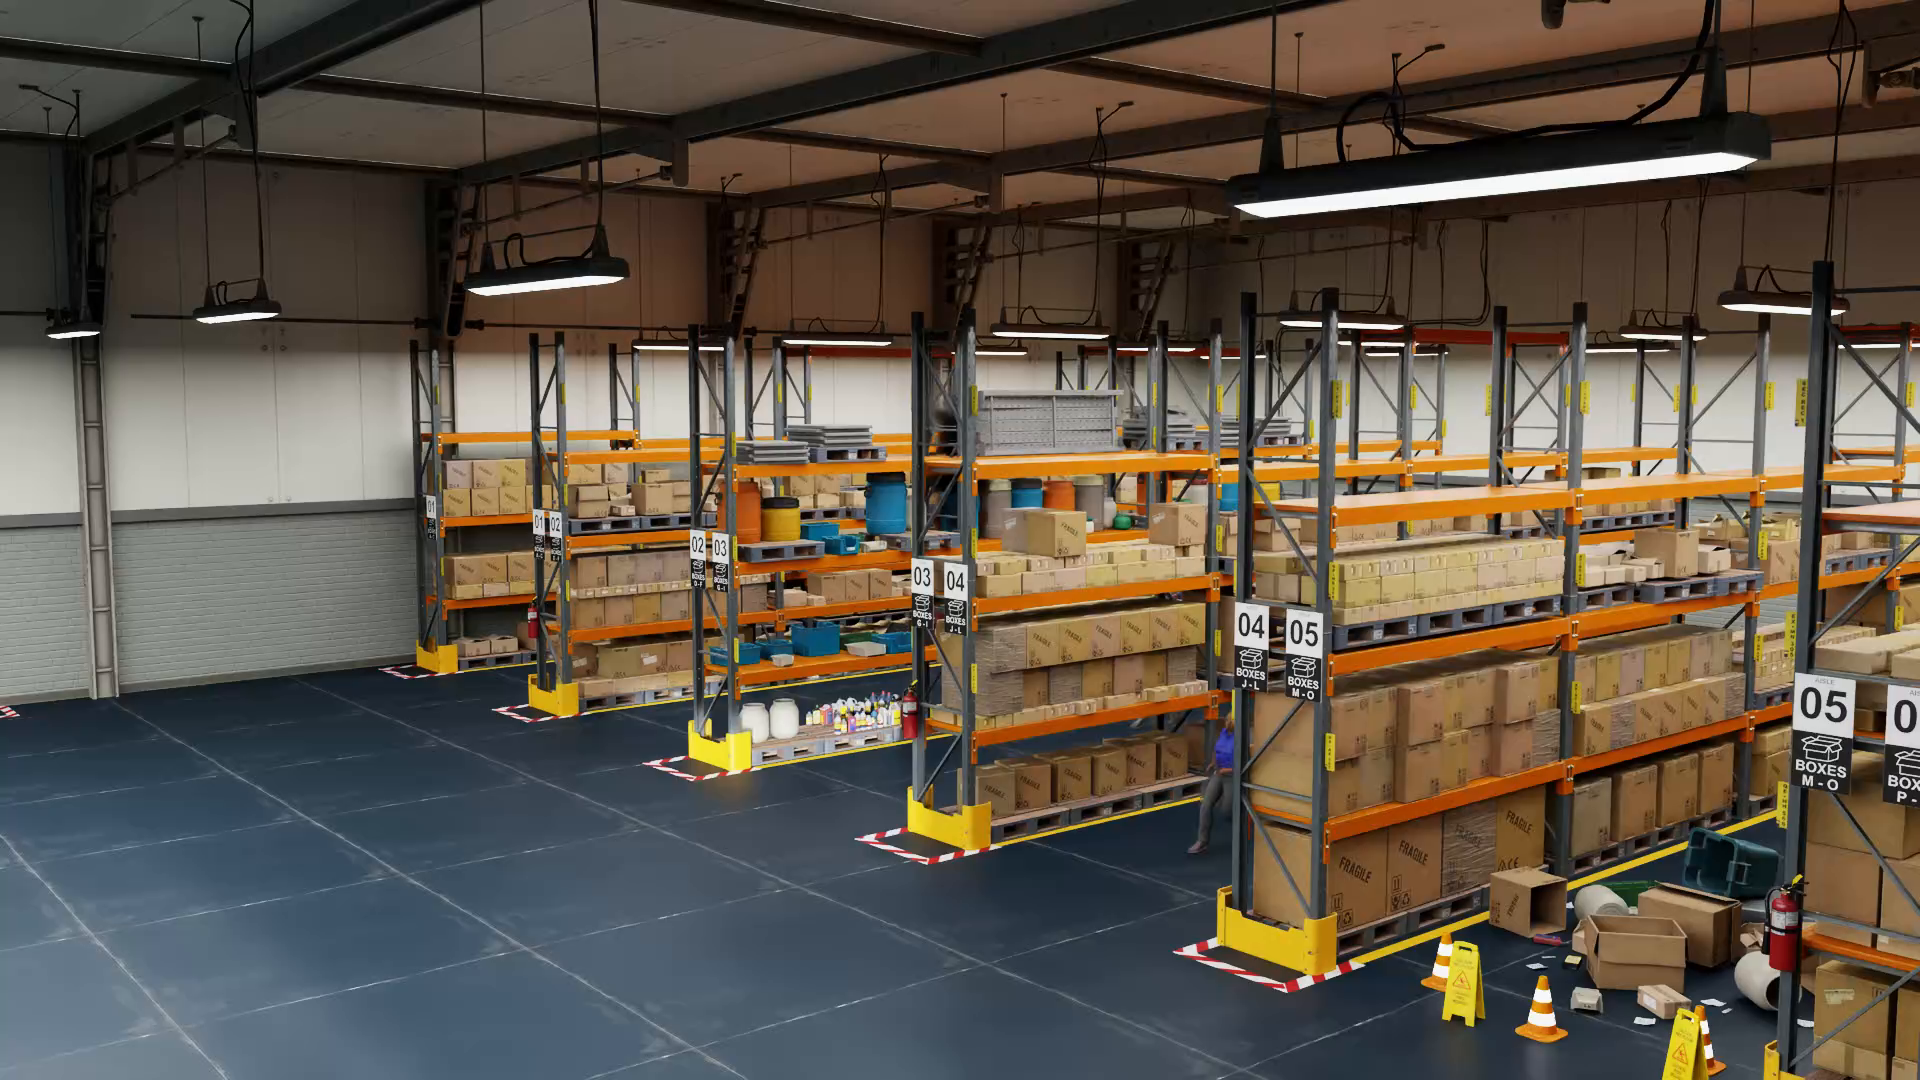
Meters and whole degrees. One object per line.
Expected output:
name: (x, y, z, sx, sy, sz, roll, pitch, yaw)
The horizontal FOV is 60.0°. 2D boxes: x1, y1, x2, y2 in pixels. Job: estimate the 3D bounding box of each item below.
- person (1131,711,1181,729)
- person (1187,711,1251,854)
person: (2.830, 1.897, 23.650, 0.762, 1.684, 0.685, -2, 6, -20)
person: (3.006, 2.659, 18.399, 0.858, 1.616, 0.621, -5, 7, -41)
